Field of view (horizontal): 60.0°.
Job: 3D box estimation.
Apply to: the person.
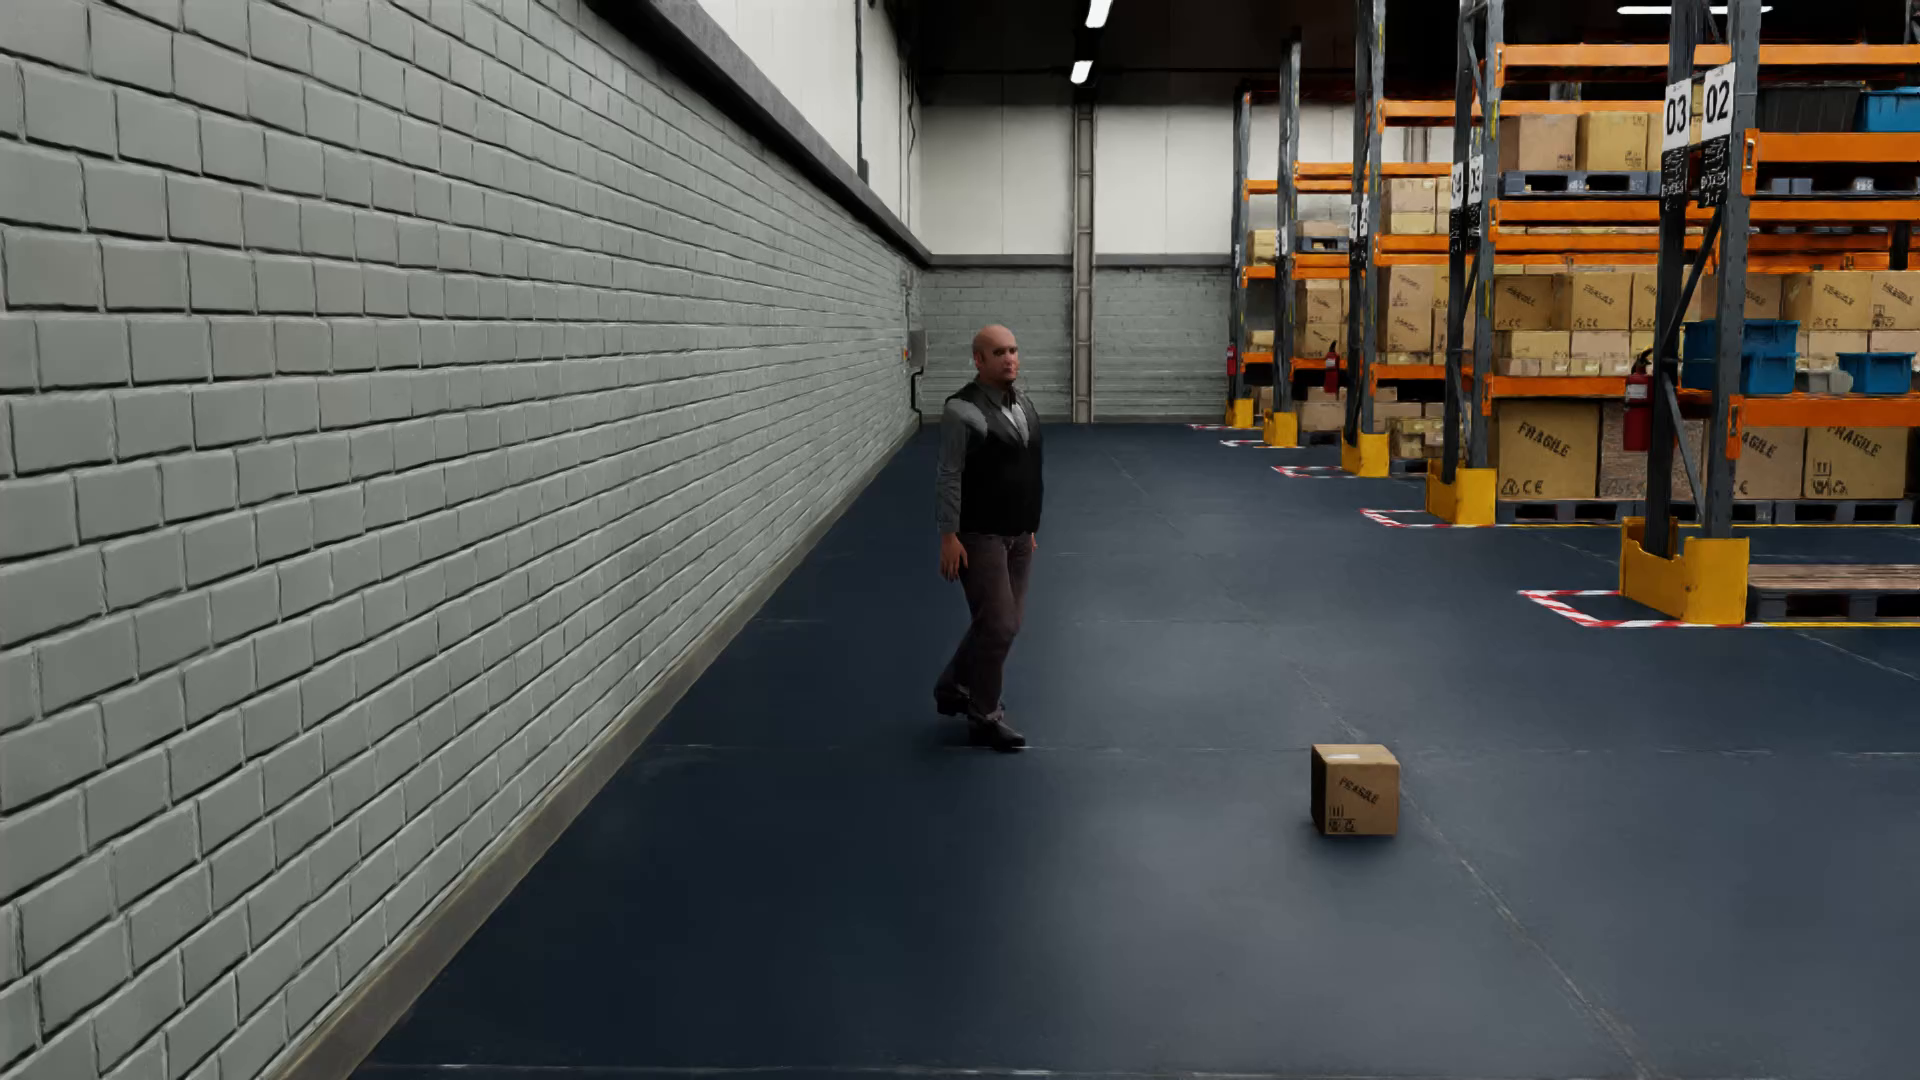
[{"bbox_3d":[0.072,-0.024,6.842,0.557,1.709,0.567,5,9,36],"label":"person"}]
